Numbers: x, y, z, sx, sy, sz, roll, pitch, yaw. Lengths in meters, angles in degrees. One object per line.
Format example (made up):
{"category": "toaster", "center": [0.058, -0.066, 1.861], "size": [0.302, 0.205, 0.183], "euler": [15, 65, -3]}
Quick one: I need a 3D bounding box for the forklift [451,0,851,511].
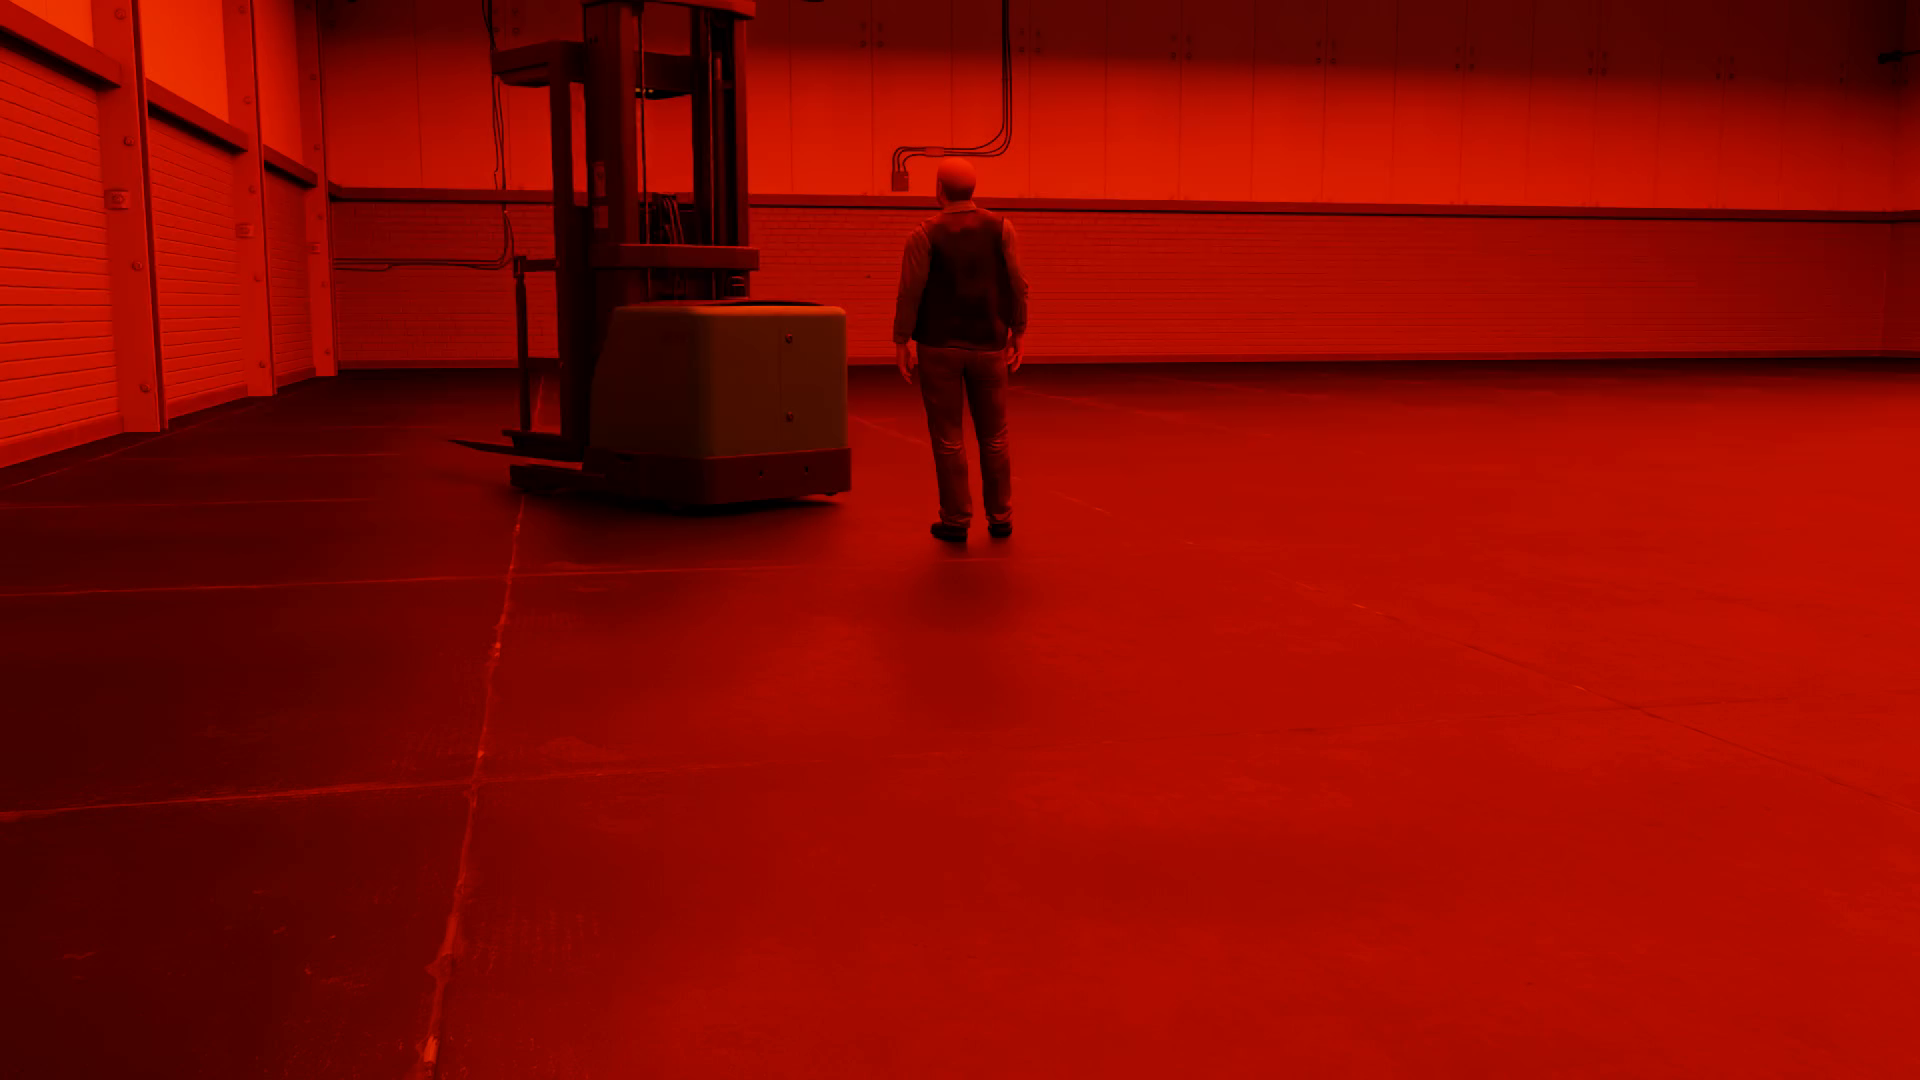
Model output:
{"category": "forklift", "center": [-1.981, -1.753, 9.656], "size": [1.130, 2.935, 3.031], "euler": [-8, 11, -43]}

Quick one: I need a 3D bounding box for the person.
{"category": "person", "center": [-0.007, -0.868, 7.648], "size": [0.632, 1.720, 0.568], "euler": [-2, 8, -13]}
